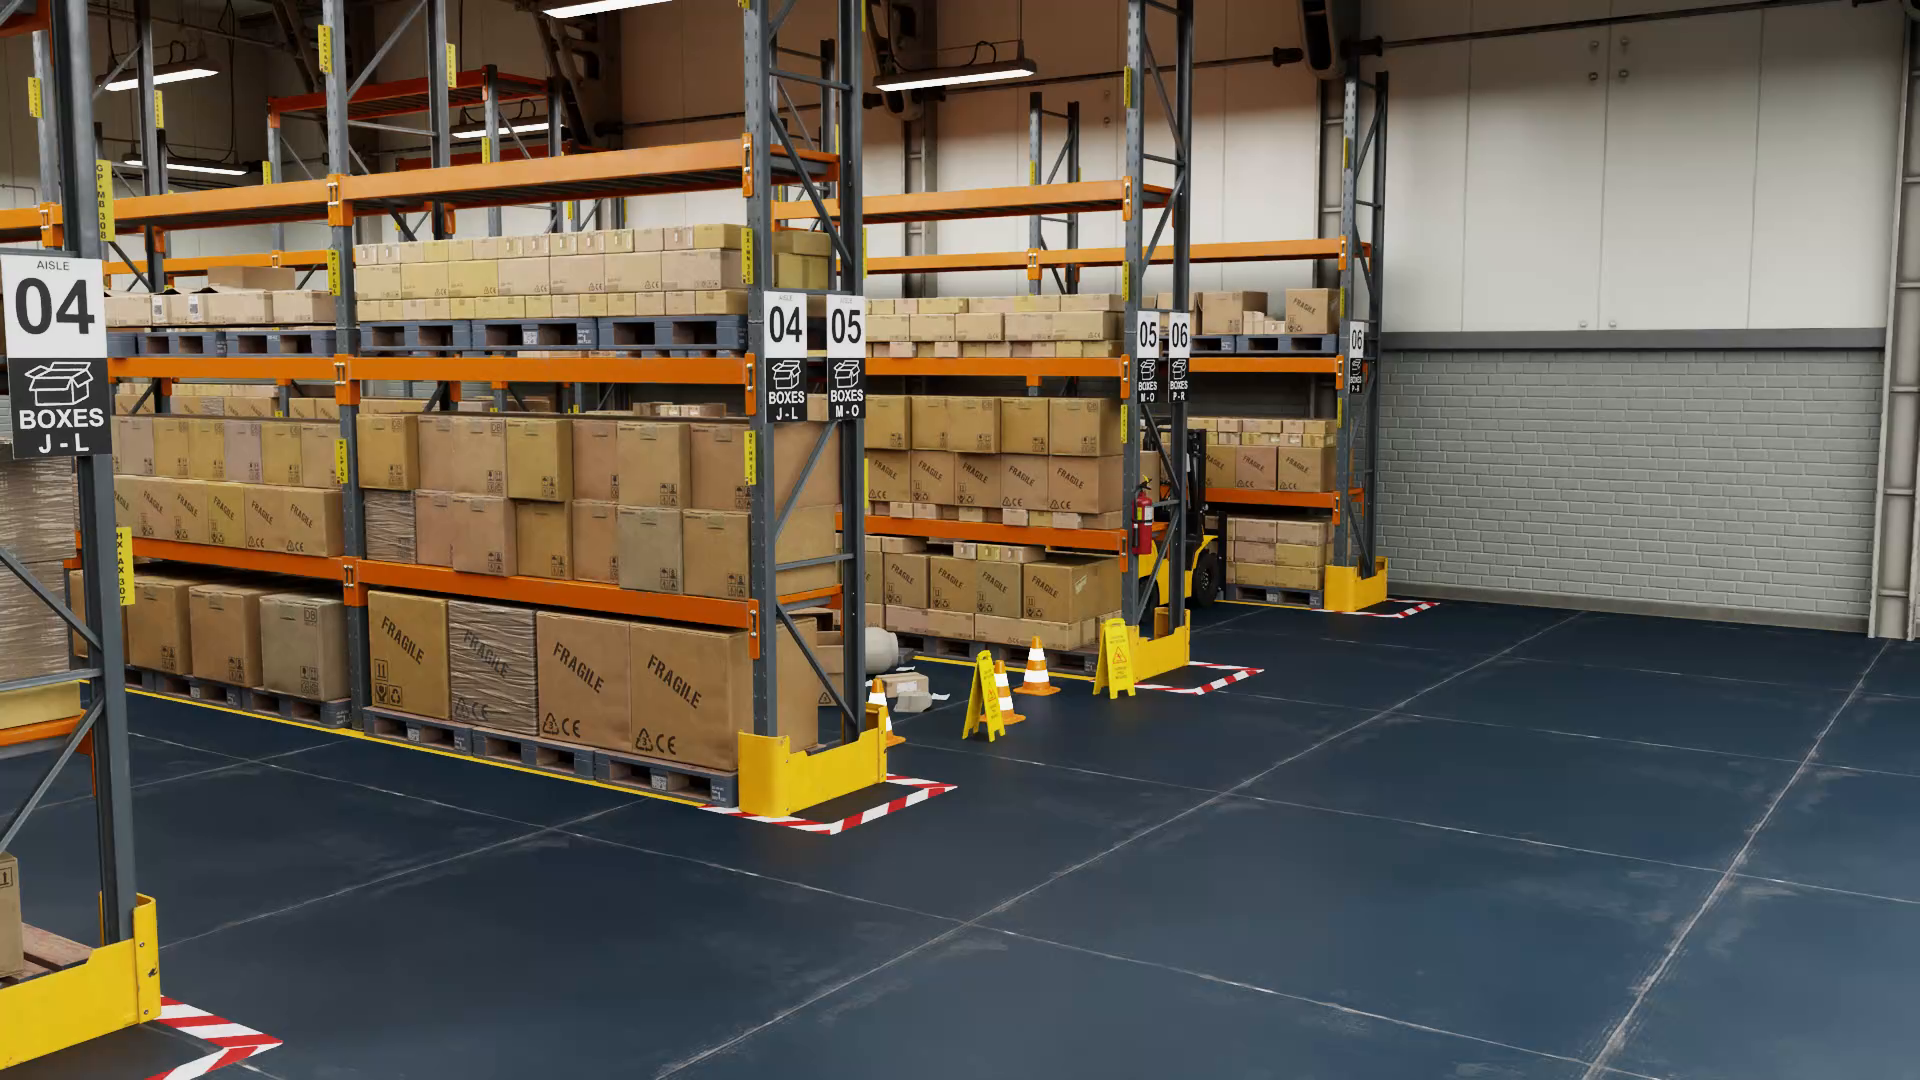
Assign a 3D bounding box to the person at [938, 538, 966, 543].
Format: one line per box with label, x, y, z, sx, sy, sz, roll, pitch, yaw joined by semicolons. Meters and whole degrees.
person;-0.044;0.403;18.120;0.506;0.885;0.951;0;6;2
